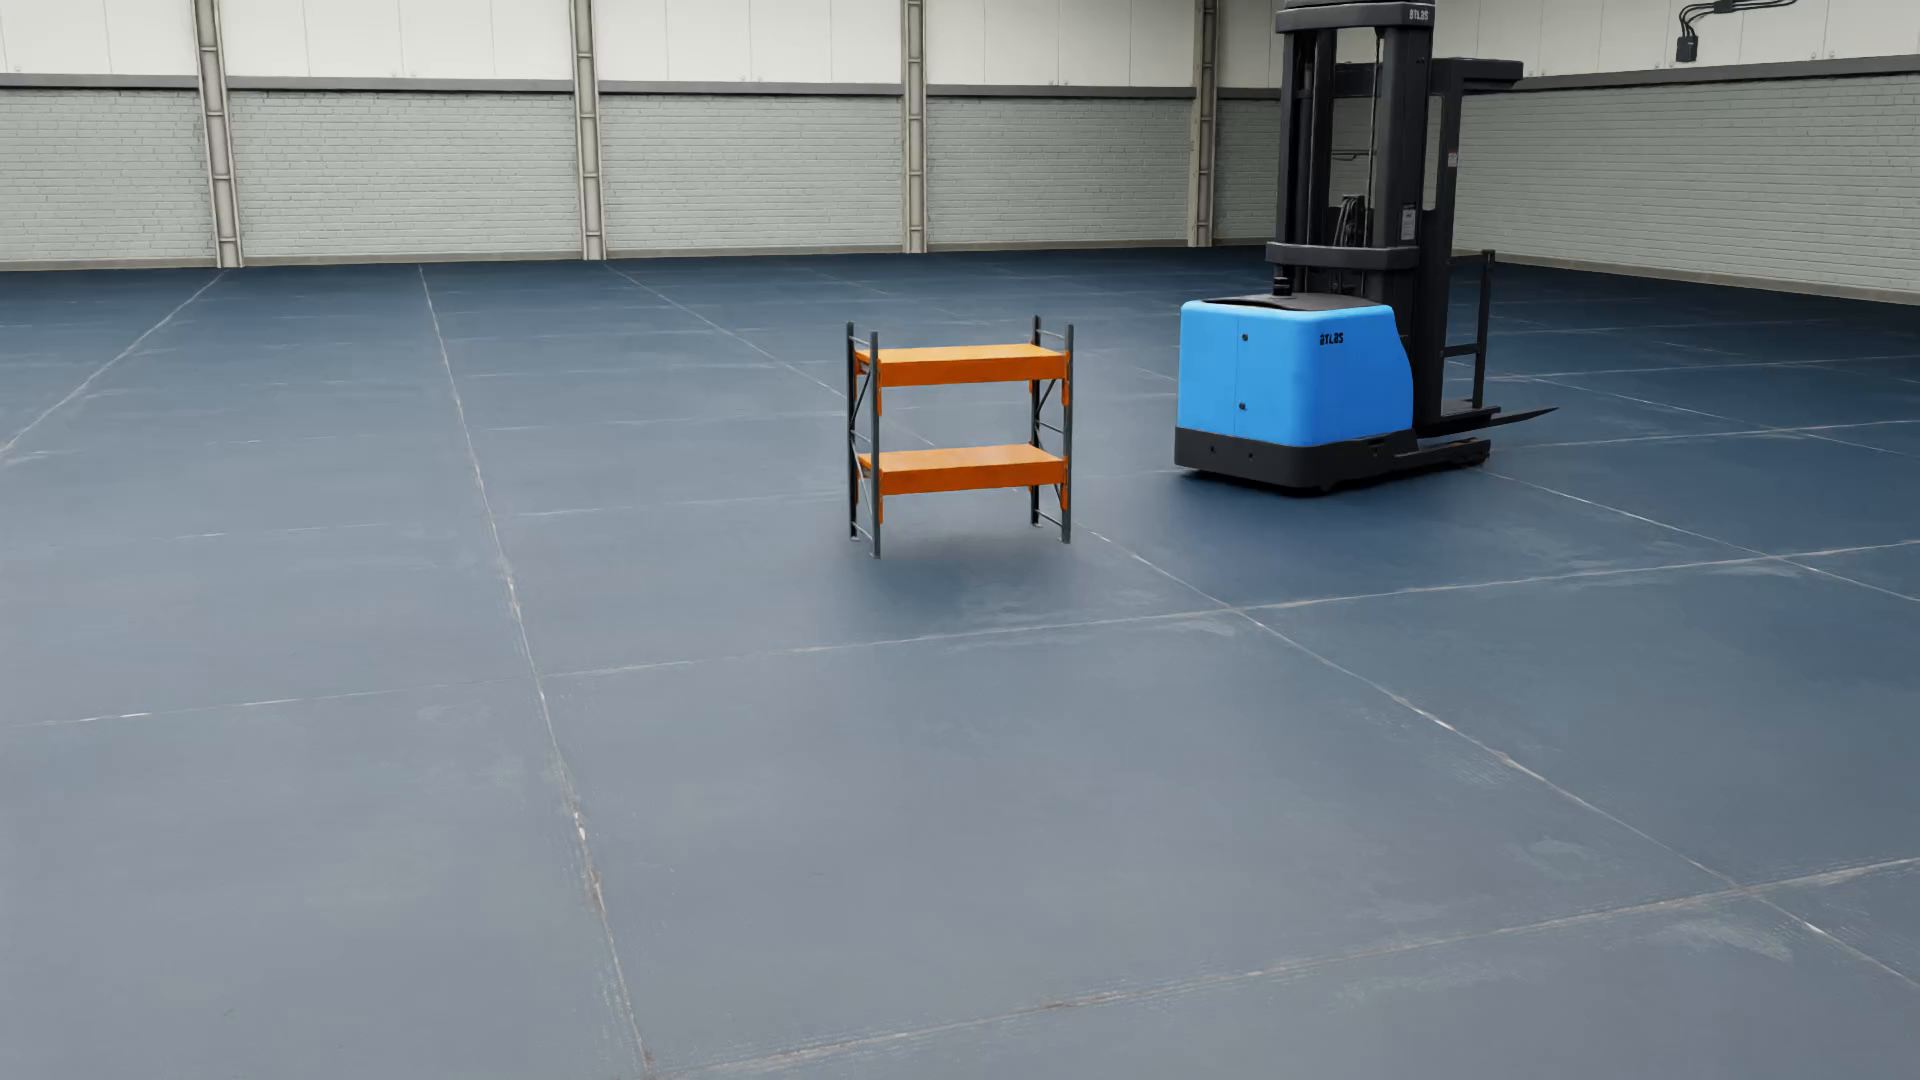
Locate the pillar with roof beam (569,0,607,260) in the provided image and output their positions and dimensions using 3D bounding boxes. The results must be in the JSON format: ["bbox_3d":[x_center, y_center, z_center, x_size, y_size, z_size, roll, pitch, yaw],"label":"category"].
[{"bbox_3d":[-5.177,-8.461,24.768,0.400,9.000,9.100,-4,14,-18],"label":"pillar with roof beam"}]

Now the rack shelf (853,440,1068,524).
[{"bbox_3d":[-0.006,-0.309,8.567,1.000,0.278,0.538,-4,14,-18],"label":"rack shelf"}]

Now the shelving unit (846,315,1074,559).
[{"bbox_3d":[-0.006,-0.547,8.511,1.048,1.125,0.538,-4,14,-18],"label":"shelving unit"}]

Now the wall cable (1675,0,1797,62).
[{"bbox_3d":[11.050,-9.790,23.004,0.169,6.003,2.305,-4,14,-18],"label":"wall cable"}]

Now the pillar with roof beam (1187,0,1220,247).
[{"bbox_3d":[6.196,-9.347,28.491,0.400,9.000,9.100,-4,14,-18],"label":"pillar with roof beam"}]

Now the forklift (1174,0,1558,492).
[{"bbox_3d":[2.783,-1.965,10.571,3.031,2.935,1.130,-11,17,-39],"label":"forklift"}]

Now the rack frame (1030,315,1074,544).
[{"bbox_3d":[0.475,-0.584,8.668,0.032,1.125,0.500,-4,14,-18],"label":"rack frame"}]

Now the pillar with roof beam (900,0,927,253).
[{"bbox_3d":[0.510,-8.904,26.630,0.400,9.000,9.100,-4,14,-18],"label":"pillar with roof beam"}]

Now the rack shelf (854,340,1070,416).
[{"bbox_3d":[-0.006,-0.831,8.443,1.000,0.278,0.538,-4,14,-18],"label":"rack shelf"}]

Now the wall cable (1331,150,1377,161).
[{"bbox_3d":[8.037,-8.708,32.515,0.112,2.526,3.097,-4,14,-18],"label":"wall cable"}]

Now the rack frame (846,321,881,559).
[{"bbox_3d":[-0.488,-0.509,8.353,0.032,1.125,0.500,-4,14,-18],"label":"rack frame"}]

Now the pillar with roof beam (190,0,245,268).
[{"bbox_3d":[-10.864,-8.018,22.906,0.400,9.000,9.100,-4,14,-18],"label":"pillar with roof beam"}]
